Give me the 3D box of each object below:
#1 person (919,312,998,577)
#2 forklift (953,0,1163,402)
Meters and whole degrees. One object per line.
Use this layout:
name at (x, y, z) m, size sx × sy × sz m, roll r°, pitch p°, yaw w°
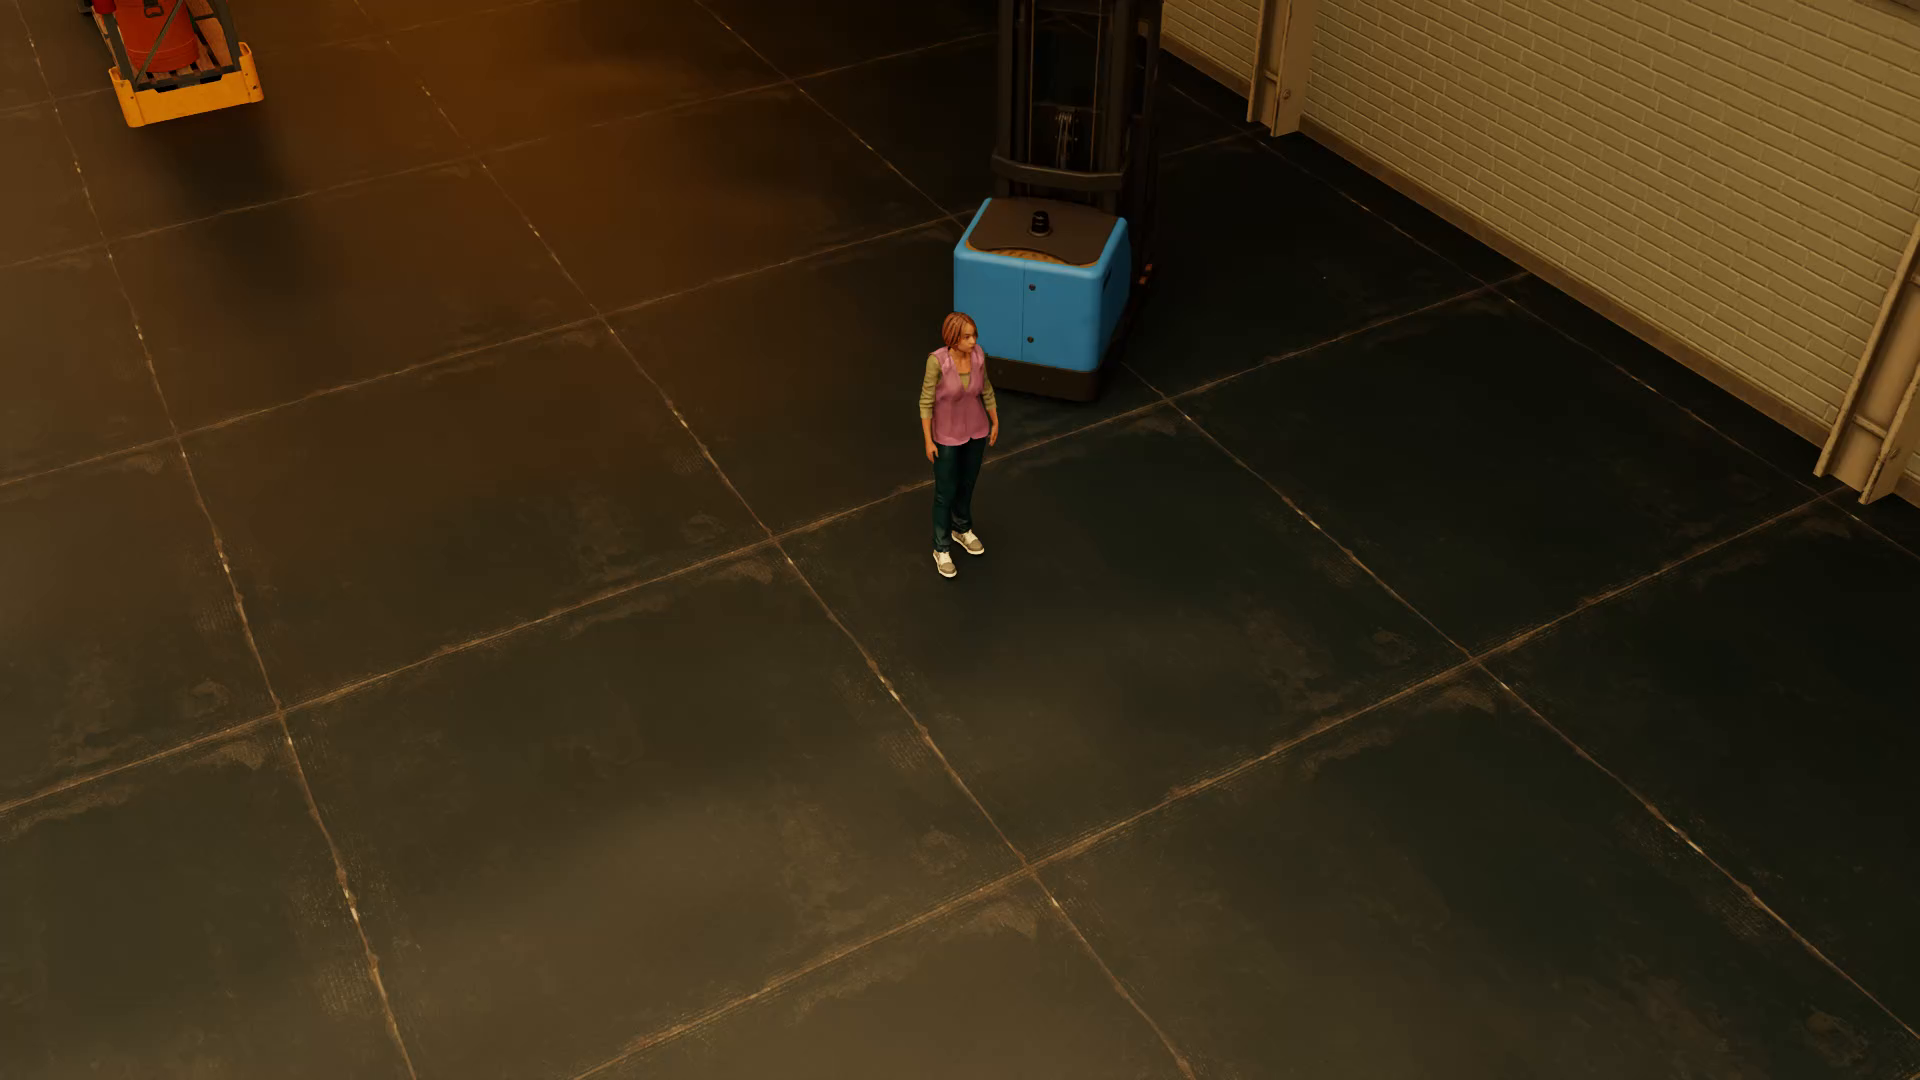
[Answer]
person at (0.026, -0.574, 9.762) m, size 0.520 × 1.600 × 0.472 m, roll -20°, pitch 44°, yaw -23°
forklift at (0.863, -3.020, 11.677) m, size 1.130 × 2.935 × 3.031 m, roll 11°, pitch 41°, yaw 13°
